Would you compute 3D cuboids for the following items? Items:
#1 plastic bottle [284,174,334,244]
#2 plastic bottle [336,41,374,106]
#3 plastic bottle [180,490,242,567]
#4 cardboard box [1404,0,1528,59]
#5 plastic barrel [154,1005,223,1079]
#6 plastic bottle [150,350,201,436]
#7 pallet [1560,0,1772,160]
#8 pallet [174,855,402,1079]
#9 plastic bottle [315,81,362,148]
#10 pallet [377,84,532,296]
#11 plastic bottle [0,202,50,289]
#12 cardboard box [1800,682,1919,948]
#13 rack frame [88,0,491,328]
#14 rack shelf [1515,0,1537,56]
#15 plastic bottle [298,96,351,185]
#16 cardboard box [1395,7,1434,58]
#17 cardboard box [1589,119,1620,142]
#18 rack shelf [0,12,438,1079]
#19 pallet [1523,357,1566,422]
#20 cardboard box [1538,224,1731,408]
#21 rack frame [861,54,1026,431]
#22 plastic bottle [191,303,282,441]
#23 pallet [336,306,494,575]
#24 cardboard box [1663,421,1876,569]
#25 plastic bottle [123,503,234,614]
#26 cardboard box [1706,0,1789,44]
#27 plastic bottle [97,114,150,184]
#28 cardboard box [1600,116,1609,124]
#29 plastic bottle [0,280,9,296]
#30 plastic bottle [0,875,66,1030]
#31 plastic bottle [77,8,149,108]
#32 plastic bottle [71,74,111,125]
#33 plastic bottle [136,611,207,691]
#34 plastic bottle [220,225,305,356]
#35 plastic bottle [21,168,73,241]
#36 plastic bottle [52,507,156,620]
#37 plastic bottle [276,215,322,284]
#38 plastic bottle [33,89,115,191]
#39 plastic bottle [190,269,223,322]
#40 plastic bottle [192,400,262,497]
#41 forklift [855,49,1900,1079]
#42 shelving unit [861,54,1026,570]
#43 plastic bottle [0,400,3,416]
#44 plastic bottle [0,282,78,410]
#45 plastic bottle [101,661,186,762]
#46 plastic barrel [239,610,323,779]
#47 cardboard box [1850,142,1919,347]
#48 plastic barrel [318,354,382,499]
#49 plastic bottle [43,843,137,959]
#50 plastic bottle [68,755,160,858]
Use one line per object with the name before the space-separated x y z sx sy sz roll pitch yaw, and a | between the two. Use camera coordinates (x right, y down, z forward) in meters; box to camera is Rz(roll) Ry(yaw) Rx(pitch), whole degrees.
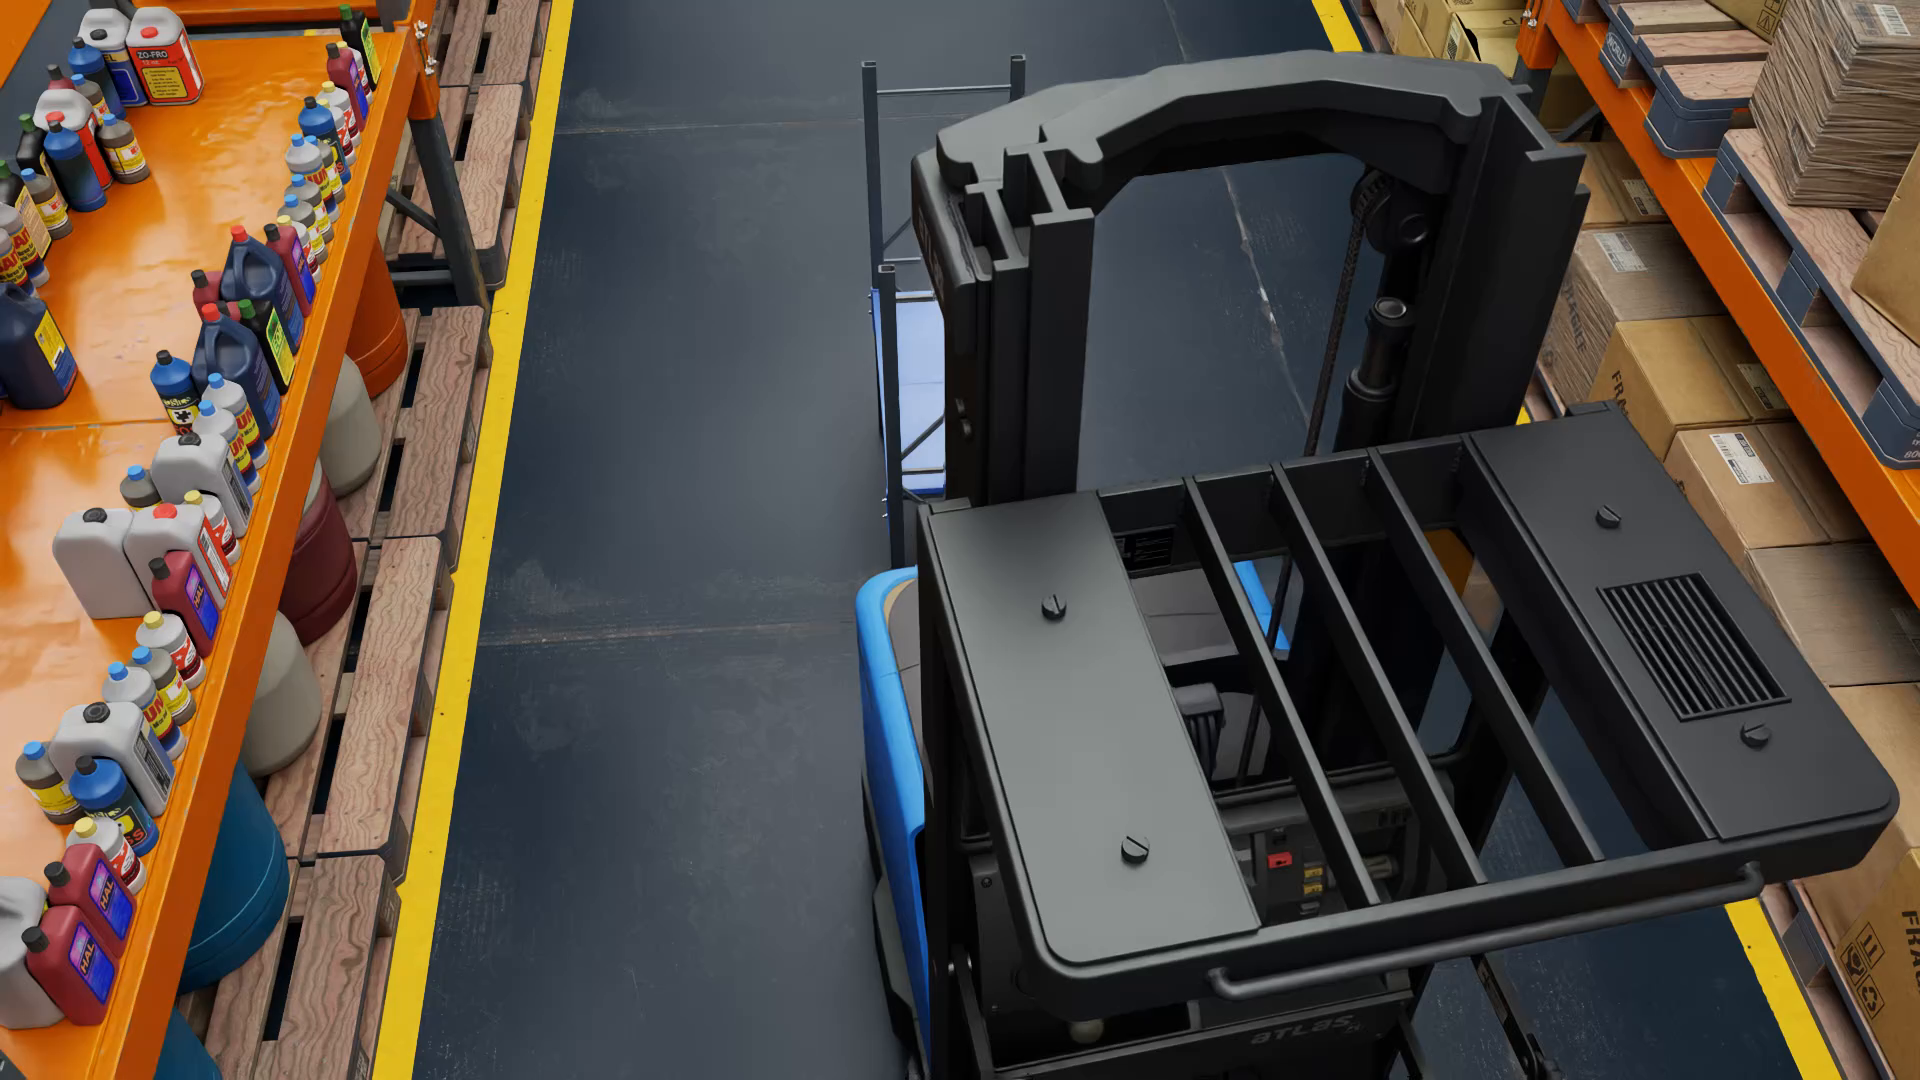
plastic bottle | -1.850 -0.942 4.713 0.097 0.201 0.097 0 47 0
plastic bottle | -1.910 -1.461 5.204 0.097 0.201 0.097 0 47 0
plastic bottle | -1.745 -0.032 3.851 0.097 0.201 0.097 0 47 0
cardboard box | 2.237 -2.310 7.090 0.500 0.311 0.500 -4 47 -4
plastic barrel | -2.054 1.196 3.707 0.600 0.901 0.708 -3 47 -3
plastic bottle | -1.924 -0.356 4.110 0.097 0.271 0.097 0 47 0
pallet | 2.703 -1.627 5.357 1.213 0.211 1.003 -3 47 -3
pallet | -2.049 1.412 4.268 1.003 0.211 1.213 -3 47 -3
plastic bottle | -1.891 -1.294 5.046 0.097 0.201 0.097 0 47 0
pallet | -2.387 -1.485 7.011 1.003 0.211 1.213 -3 47 -3
plastic bottle | -2.595 -0.820 4.549 0.097 0.271 0.097 0 47 0
cardboard box | 2.551 0.726 4.415 0.500 0.500 0.500 -3 47 -3
rack frame | -2.360 -1.881 5.465 1.000 3.000 0.127 -3 47 -3
rack shelf | 2.408 -3.379 7.379 1.077 0.370 4.000 -3 47 -3
plastic bottle | -1.874 -1.177 4.888 0.097 0.271 0.097 0 47 0
cardboard box | 2.242 -2.116 7.293 0.500 0.250 0.500 -4 47 -4
cardboard box | 2.825 -1.775 6.969 0.500 0.250 0.500 -4 47 -3
rack shelf | -2.193 -0.186 4.356 1.077 0.370 4.000 -3 47 -3
pallet | 2.601 -0.678 6.246 1.003 0.211 1.213 -3 47 -3
cardboard box | 2.379 -0.745 5.809 0.500 0.500 0.500 -5 47 -5
rack frame | -0.050 -0.945 5.612 0.500 1.500 0.032 -3 47 -3
plastic bottle | -1.807 -0.422 4.118 0.144 0.351 0.185 -3 47 -3
pallet | -2.253 -0.354 5.940 1.003 0.211 1.213 -3 47 -3
cardboard box | 2.464 -0.005 5.107 0.500 0.500 0.500 -5 47 -5
plastic bottle | -1.762 0.028 3.743 0.152 0.276 0.135 -3 47 -3
cardboard box | 2.741 -1.909 5.134 0.700 0.500 0.500 -18 49 -16
plastic bottle | -2.485 -1.166 4.925 0.097 0.201 0.097 0 47 0
cardboard box | 2.825 -1.967 6.766 0.500 0.311 0.500 -2 47 -2
plastic bottle | -2.595 -0.669 4.398 0.061 0.283 0.133 -3 47 -3
plastic bottle | -1.735 0.727 3.030 0.144 0.351 0.185 -3 47 -3
plastic bottle | -2.646 -1.505 5.195 0.152 0.276 0.135 -3 47 -3
plastic bottle | -2.656 -1.323 5.074 0.097 0.201 0.097 0 47 0
plastic bottle | -1.714 0.233 3.601 0.097 0.201 0.097 0 47 0
plastic bottle | -1.834 -0.652 4.336 0.144 0.351 0.185 -3 47 -3
plastic bottle | -2.614 -0.963 4.733 0.097 0.201 0.097 0 47 0
plastic bottle | -1.914 0.037 3.734 0.152 0.276 0.135 -3 47 -3
plastic bottle | -1.834 -0.801 4.579 0.097 0.201 0.097 0 47 0
plastic bottle | -2.608 -1.170 4.878 0.152 0.276 0.135 -3 47 -3
plastic bottle | -1.934 -0.604 4.337 0.061 0.283 0.133 -3 47 -3
plastic bottle | -1.764 -0.224 3.984 0.097 0.271 0.097 0 47 0
forklift | 0.530 0.791 2.982 1.130 2.935 3.031 -9 47 -8
shelving unit | -0.007 -0.577 5.264 0.538 1.500 1.048 -3 47 -3
plastic bottle | -2.521 -0.412 4.108 0.144 0.351 0.185 -3 47 -3
plastic bottle | -2.381 -0.518 4.209 0.144 0.351 0.185 -3 47 -3
plastic bottle | -1.698 0.349 3.442 0.097 0.271 0.097 0 47 0
plastic barrel | -2.072 0.404 4.726 0.421 0.512 0.421 0 47 0
cardboard box | 2.701 -0.738 4.025 0.700 0.500 0.500 -14 48 -13
plastic barrel | -2.166 -0.413 5.500 0.421 0.512 0.421 0 47 0
plastic bottle | -1.642 0.666 3.134 0.061 0.283 0.133 -3 47 -3
plastic bottle | -1.678 0.517 3.283 0.097 0.271 0.097 0 47 0
